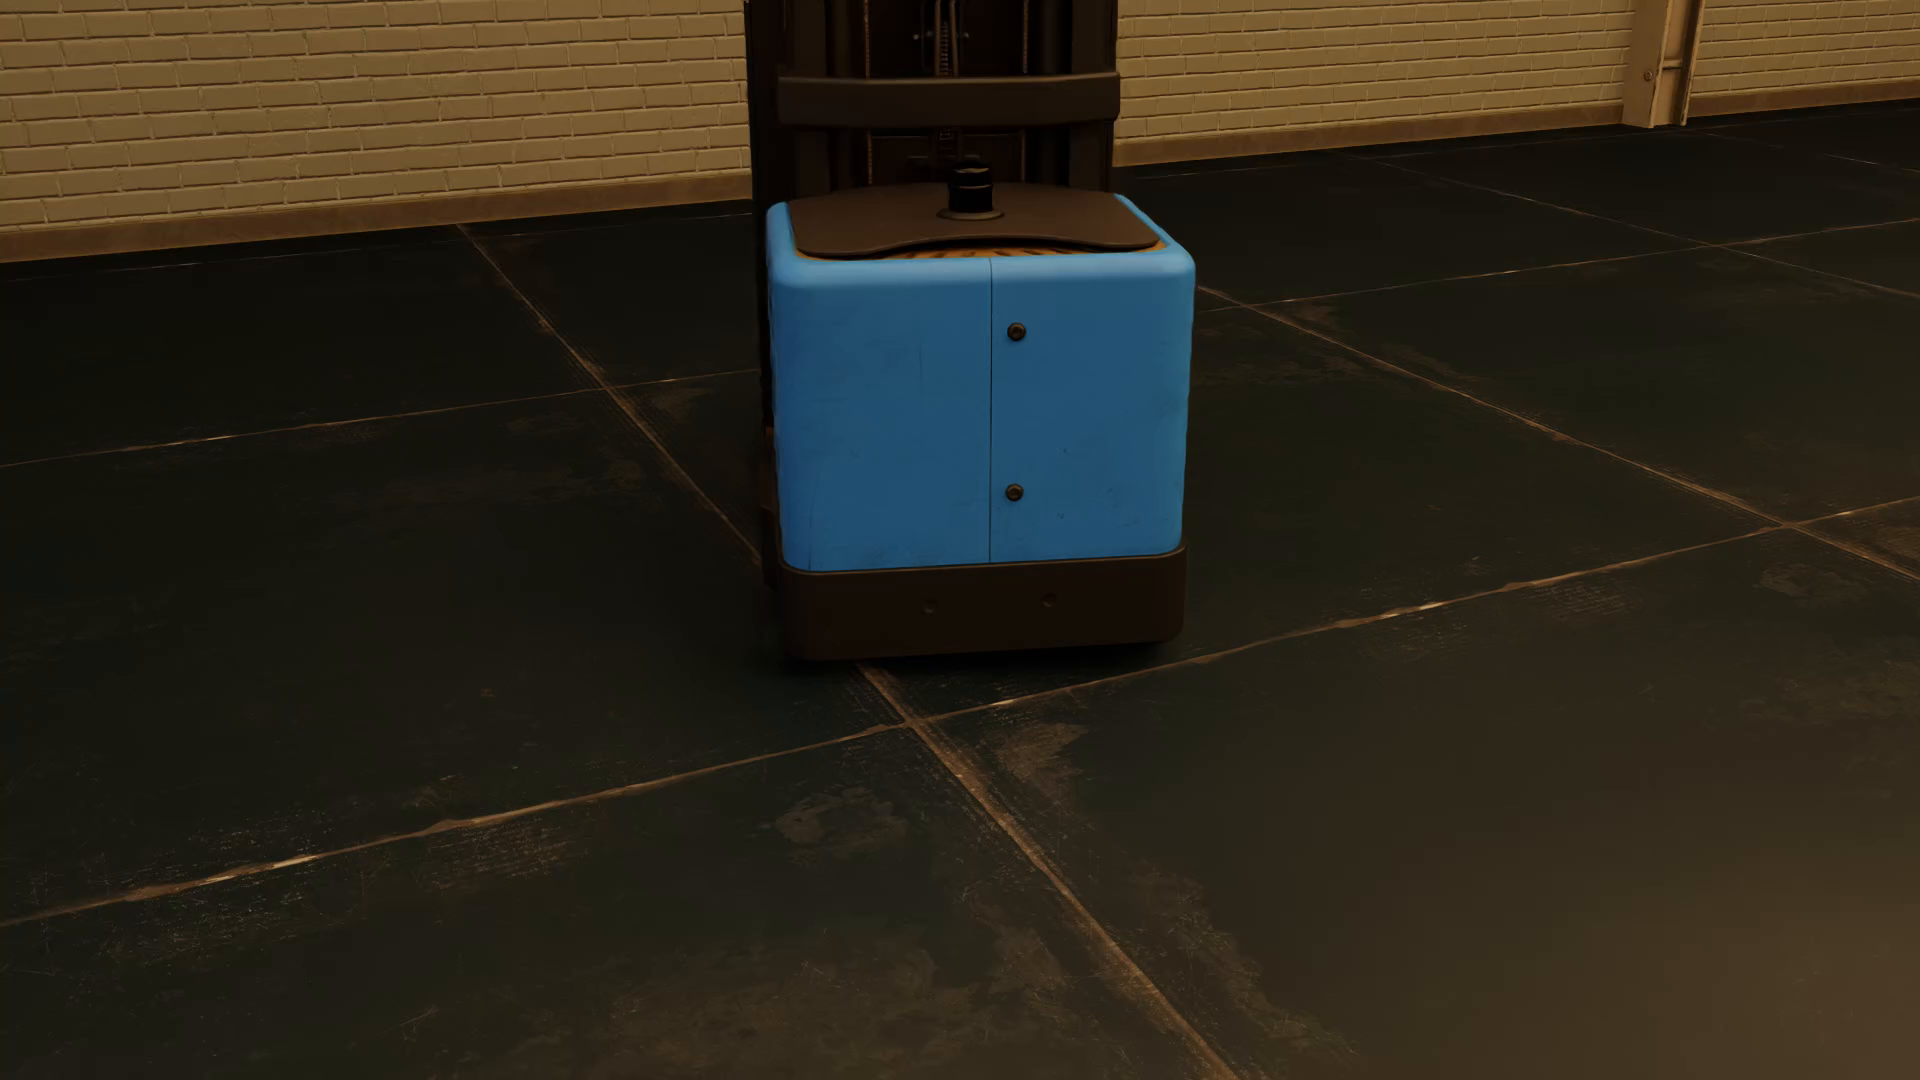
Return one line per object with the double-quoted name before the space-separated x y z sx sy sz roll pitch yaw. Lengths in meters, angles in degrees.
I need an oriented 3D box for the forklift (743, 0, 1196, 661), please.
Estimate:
"forklift" -0.116 -1.579 5.086 1.130 2.935 3.031 -3 23 -7
